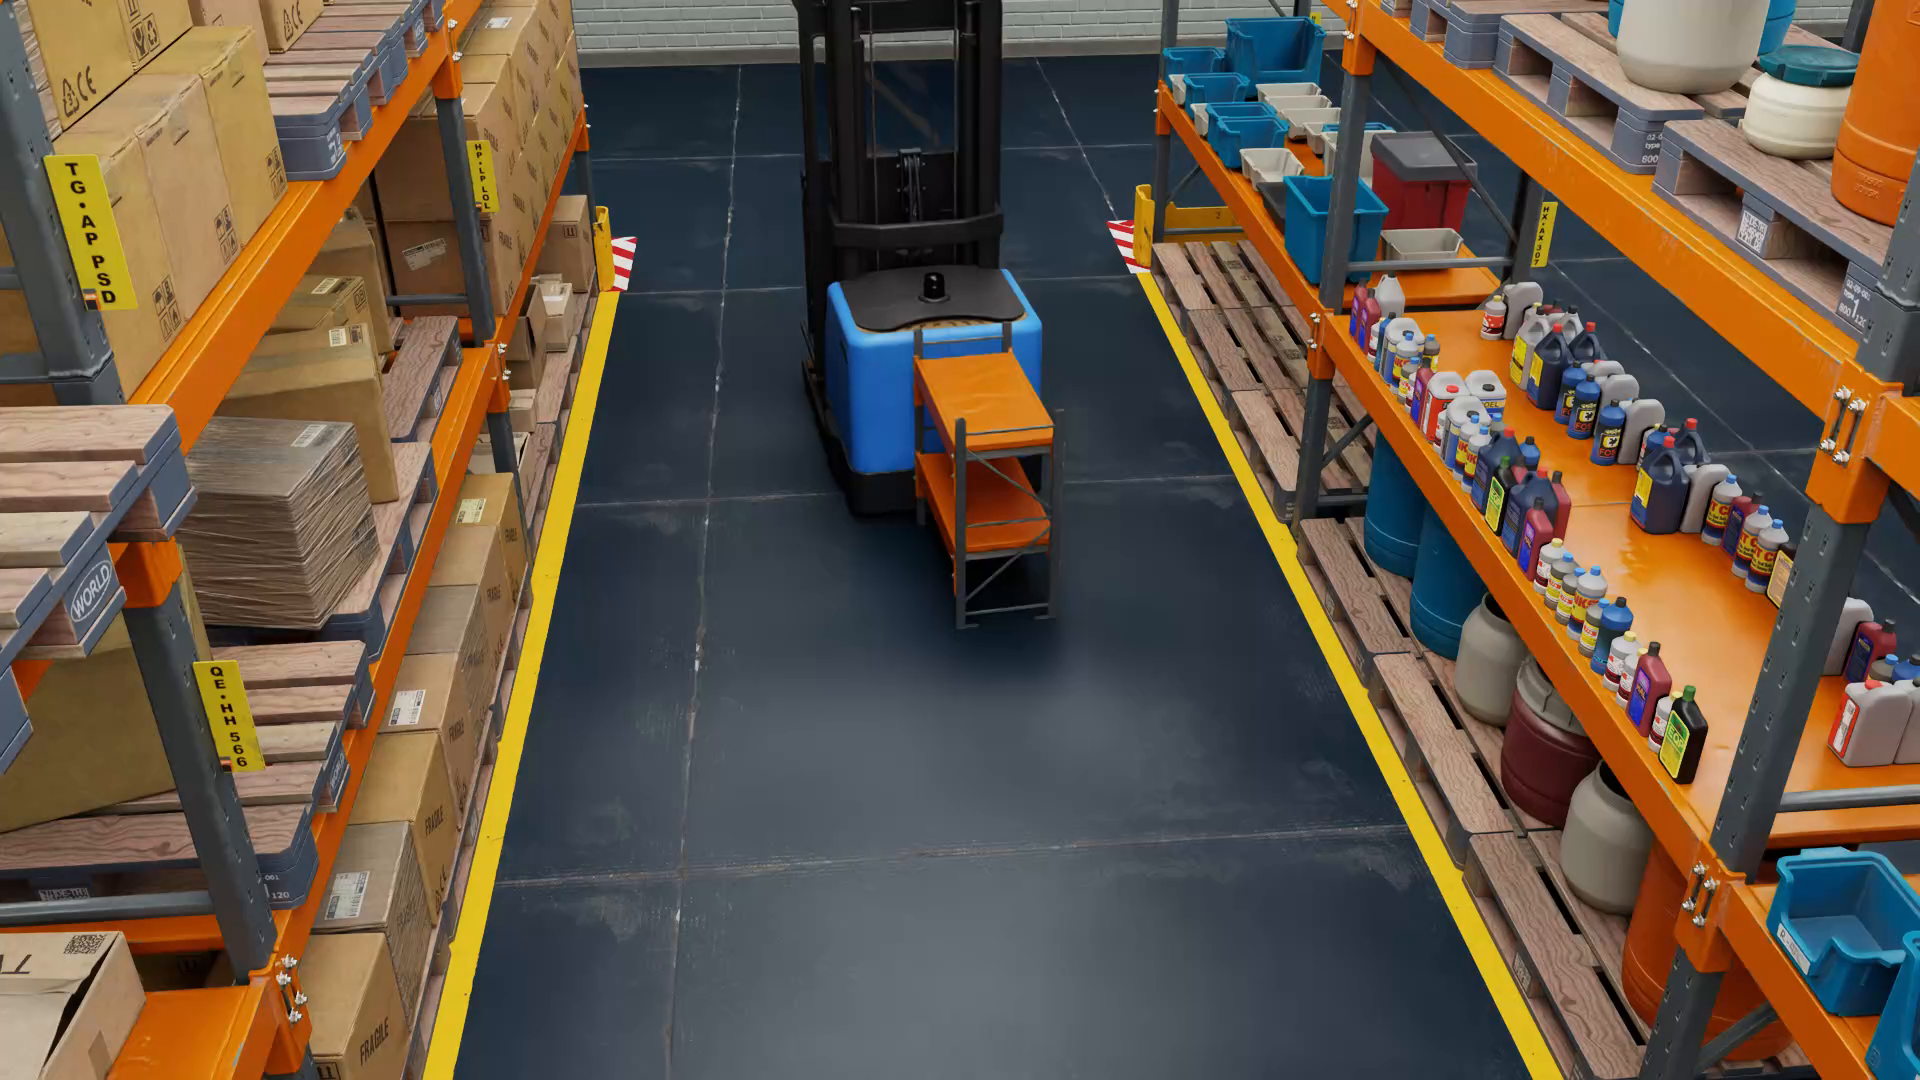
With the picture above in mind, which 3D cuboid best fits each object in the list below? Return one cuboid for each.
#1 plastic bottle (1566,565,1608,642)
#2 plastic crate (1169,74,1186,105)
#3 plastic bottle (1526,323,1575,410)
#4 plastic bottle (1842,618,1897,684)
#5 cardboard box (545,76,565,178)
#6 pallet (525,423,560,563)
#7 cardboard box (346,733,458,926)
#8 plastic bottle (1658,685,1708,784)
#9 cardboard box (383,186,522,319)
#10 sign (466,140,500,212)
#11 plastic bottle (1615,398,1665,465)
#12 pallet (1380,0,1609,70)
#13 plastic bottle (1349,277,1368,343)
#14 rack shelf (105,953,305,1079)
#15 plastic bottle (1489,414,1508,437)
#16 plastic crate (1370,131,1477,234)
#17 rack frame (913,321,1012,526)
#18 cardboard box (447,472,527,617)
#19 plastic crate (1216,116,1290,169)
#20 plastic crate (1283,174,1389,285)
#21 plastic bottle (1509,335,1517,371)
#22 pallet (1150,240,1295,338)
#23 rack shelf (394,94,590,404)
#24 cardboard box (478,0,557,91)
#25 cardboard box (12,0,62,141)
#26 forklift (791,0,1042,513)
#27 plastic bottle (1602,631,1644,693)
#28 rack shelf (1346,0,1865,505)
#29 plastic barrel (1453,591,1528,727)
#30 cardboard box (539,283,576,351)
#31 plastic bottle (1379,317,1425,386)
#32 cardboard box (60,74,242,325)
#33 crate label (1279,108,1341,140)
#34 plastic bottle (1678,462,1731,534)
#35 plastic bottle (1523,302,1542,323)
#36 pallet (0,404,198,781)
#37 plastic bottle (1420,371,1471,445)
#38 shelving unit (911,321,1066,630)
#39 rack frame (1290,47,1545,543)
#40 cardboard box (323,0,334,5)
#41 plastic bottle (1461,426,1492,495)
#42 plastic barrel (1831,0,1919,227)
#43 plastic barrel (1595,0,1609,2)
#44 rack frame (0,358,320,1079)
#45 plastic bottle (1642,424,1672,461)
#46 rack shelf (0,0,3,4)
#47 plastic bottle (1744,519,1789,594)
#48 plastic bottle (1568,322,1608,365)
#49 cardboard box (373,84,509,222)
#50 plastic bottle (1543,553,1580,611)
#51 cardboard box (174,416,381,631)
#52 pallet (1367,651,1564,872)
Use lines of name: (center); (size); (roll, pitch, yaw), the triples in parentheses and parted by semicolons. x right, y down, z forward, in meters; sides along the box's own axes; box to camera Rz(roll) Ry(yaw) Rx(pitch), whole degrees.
plastic bottle: (2.117, 0.208, 5.602); (0.097, 0.271, 0.097); (0, 31, 0)
plastic crate: (1.526, -2.972, 11.000); (0.250, 0.136, 0.298); (-3, 31, -5)
plastic bottle: (2.542, -0.751, 7.130); (0.144, 0.351, 0.185); (-3, 31, -5)
plastic bottle: (2.927, 0.359, 5.338); (0.061, 0.283, 0.133); (-3, 31, -5)
cardboard box: (-2.643, -2.442, 9.815); (0.500, 0.500, 0.500); (-3, 31, -4)
pallet: (-2.738, -0.245, 8.955); (1.003, 0.211, 1.213); (-3, 31, -5)
cardboard box: (-2.156, 1.065, 6.050); (0.500, 0.500, 0.500); (-3, 31, -5)
plastic bottle: (2.168, 0.579, 4.969); (0.061, 0.283, 0.133); (-3, 31, -5)
cardboard box: (-2.452, -1.408, 8.085); (0.500, 0.500, 0.500); (-2, 31, -3)
sign: (-2.123, -1.617, 7.403); (0.100, 0.325, 0.005); (-3, 31, -5)
plastic bottle: (2.731, -0.457, 6.711); (0.152, 0.276, 0.135); (-3, 31, -5)
pallet: (2.427, -2.138, 6.664); (1.213, 0.211, 1.003); (-3, 31, -5)
plastic bottle: (1.866, -1.069, 7.729); (0.061, 0.283, 0.133); (-3, 31, -5)
rack shelf: (-2.115, 2.280, 2.709); (1.077, 0.370, 4.000); (-3, 31, -5)
plastic bottle: (2.151, -0.412, 6.708); (0.097, 0.201, 0.097); (0, 31, 0)
plastic crate: (2.423, -1.848, 8.798); (0.402, 0.464, 0.583); (-3, 31, -5)
rack frame: (0.015, -0.592, 8.644); (0.500, 1.125, 0.032); (-6, 31, -10)
cardboard box: (-2.344, 0.031, 7.782); (0.500, 0.500, 0.500); (-3, 31, -5)
plastic crate: (1.729, -2.356, 9.874); (0.416, 0.233, 0.300); (-3, 31, -5)
plastic crate: (1.874, -1.568, 8.407); (0.392, 0.384, 0.575); (-3, 31, -5)
plastic bottle: (2.527, -0.854, 7.449); (0.097, 0.201, 0.097); (0, 31, 0)
pallet: (1.922, -1.749, 11.473); (1.003, 0.211, 1.213); (-3, 31, -5)
rack shelf: (-2.862, -1.804, 9.547); (1.077, 0.370, 4.000); (-3, 31, -5)
cardboard box: (-2.632, -2.870, 9.557); (0.500, 0.500, 0.500); (-2, 31, -3)
cardboard box: (-2.336, -1.033, 3.556); (0.500, 0.500, 0.500); (-3, 31, -5)
forklift: (-0.367, -2.142, 9.479); (1.130, 2.935, 3.031); (-6, 31, -10)
plastic bottle: (2.145, 0.387, 5.371); (0.097, 0.201, 0.097); (0, 31, 0)
rack shelf: (2.444, -1.285, 5.753); (1.077, 0.370, 4.000); (-3, 31, -5)
plastic barrel: (2.321, 0.493, 7.016); (0.421, 0.512, 0.421); (0, 31, 0)
cardboard box: (-2.694, -1.390, 10.405); (0.500, 0.250, 0.500); (-3, 31, -5)
plastic bottle: (1.955, -0.833, 7.340); (0.152, 0.276, 0.135); (-3, 31, -5)
cardboard box: (-2.423, -0.862, 4.245); (0.910, 0.500, 0.500); (-3, 31, -5)
crate label: (2.203, -2.585, 10.351); (0.396, 0.136, 0.243); (-3, 31, -5)
plastic bottle: (2.782, -0.176, 6.241); (0.152, 0.276, 0.135); (-3, 31, -5)
plastic bottle: (2.654, -0.998, 7.690); (0.097, 0.201, 0.097); (0, 31, 0)
pallet: (-2.149, 0.086, 2.940); (1.213, 0.211, 1.003); (-1, 31, -2)
plastic bottle: (2.007, -0.547, 6.861); (0.152, 0.276, 0.135); (-3, 31, -5)
shelving unit: (0.120, -0.337, 8.217); (0.538, 1.125, 1.048); (-6, 31, -10)
rack frame: (2.257, -1.327, 8.047); (1.000, 3.000, 0.127); (-3, 31, -5)
cardboard box: (-2.701, -2.385, 6.288); (0.600, 0.600, 0.600); (-6, 31, -9)
plastic bottle: (2.022, -0.316, 6.479); (0.097, 0.271, 0.097); (0, 31, 0)
plastic barrel: (2.580, -1.227, 4.126); (0.600, 0.830, 0.708); (-3, 31, -5)
plastic barrel: (2.544, -2.420, 6.358); (0.600, 0.588, 0.600); (0, 31, 0)
rack frame: (-2.301, 0.950, 4.234); (1.000, 3.000, 0.127); (-3, 31, -5)
plastic bottle: (2.721, -0.326, 6.496); (0.097, 0.271, 0.097); (0, 31, 0)
rack shelf: (-2.115, -0.123, 1.273); (1.077, 0.370, 4.000); (-3, 31, -5)
plastic bottle: (2.851, 0.051, 5.865); (0.097, 0.271, 0.097); (0, 31, 0)
plastic bottle: (2.686, -0.758, 7.142); (0.144, 0.351, 0.185); (-3, 31, -5)
cardboard box: (-2.439, -1.818, 7.796); (0.500, 0.500, 0.500); (-2, 31, -3)
plastic bottle: (2.099, 0.138, 5.787); (0.097, 0.201, 0.097); (0, 31, 0)
cardboard box: (-2.368, -0.065, 5.427); (0.700, 0.500, 0.500); (3, 31, 5)
pallet: (2.405, 0.890, 7.054); (1.003, 0.211, 1.213); (-3, 31, -5)
